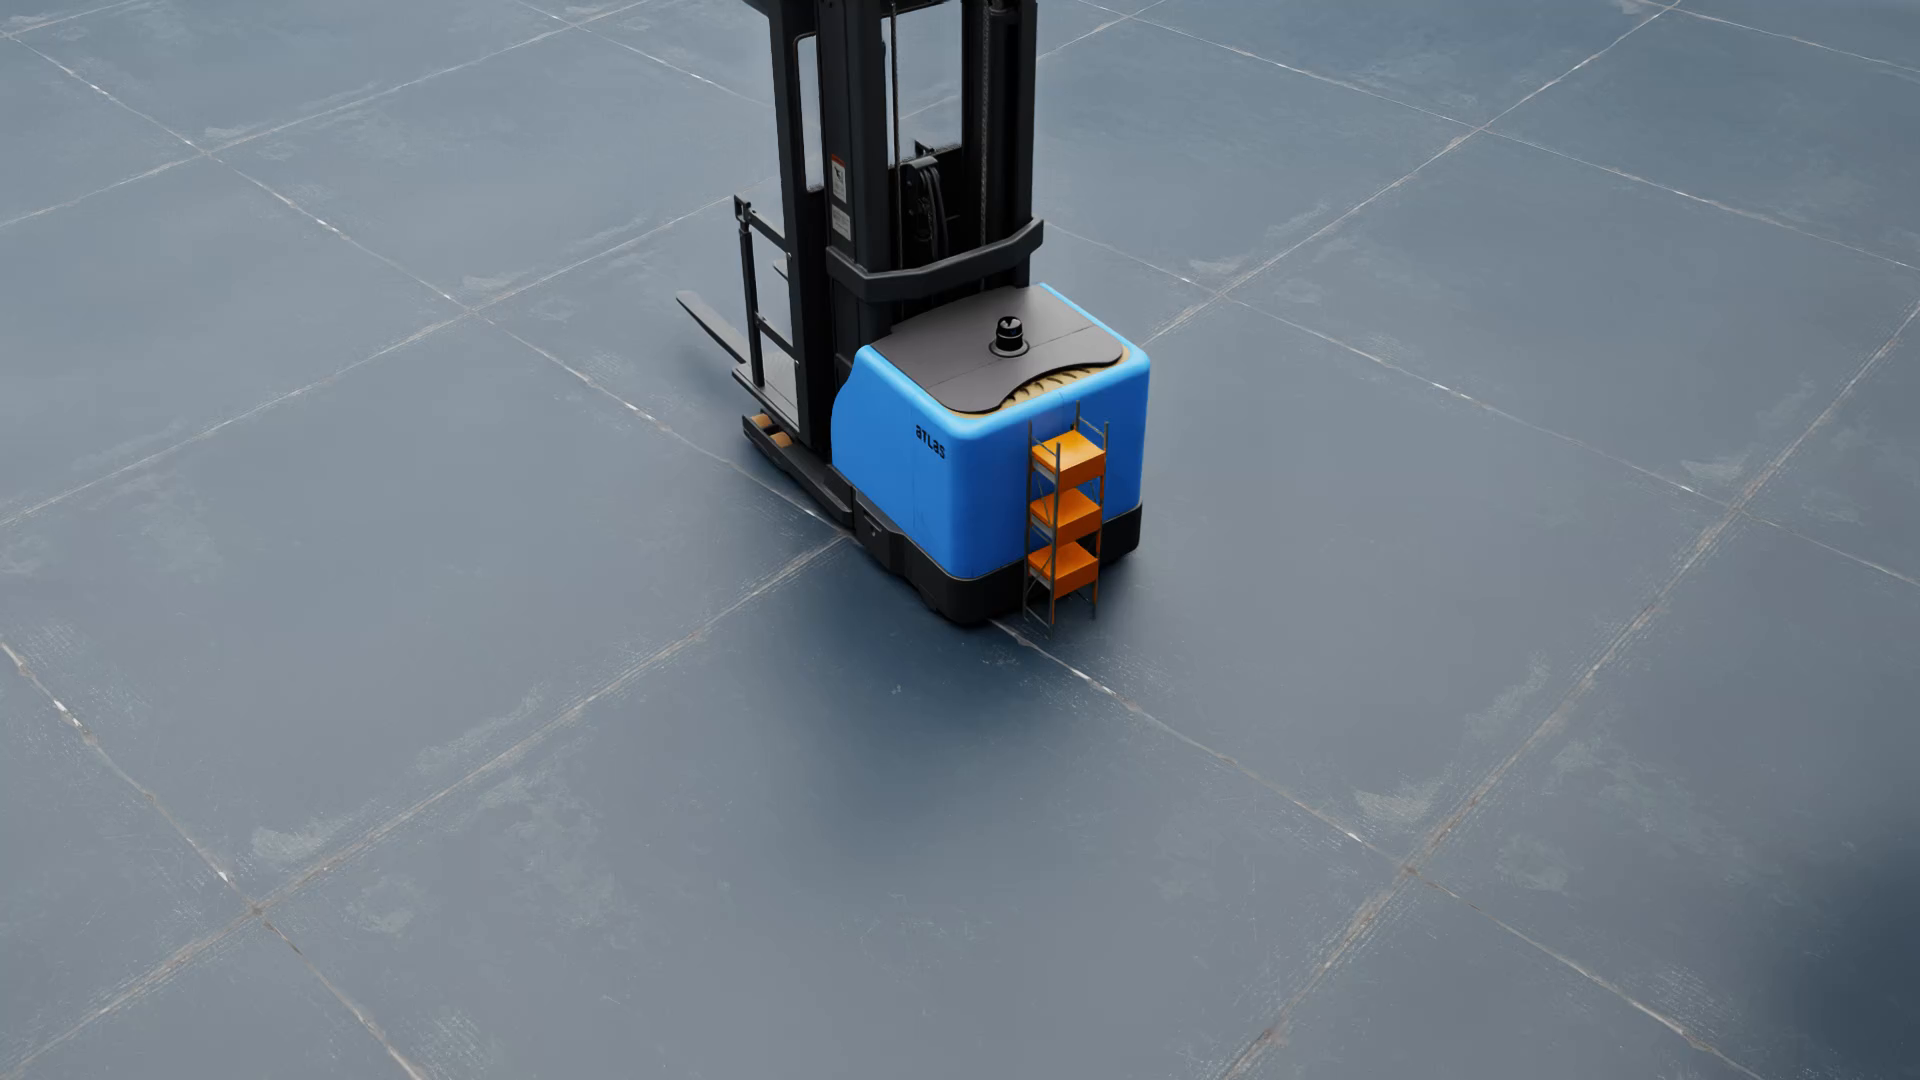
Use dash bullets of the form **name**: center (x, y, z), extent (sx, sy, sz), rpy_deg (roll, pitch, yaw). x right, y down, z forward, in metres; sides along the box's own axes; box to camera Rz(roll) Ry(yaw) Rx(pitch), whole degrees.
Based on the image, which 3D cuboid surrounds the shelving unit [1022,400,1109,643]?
- **shelving unit**: center (0.435, -0.063, 6.986), extent (0.252, 1.050, 0.215), rpy_deg (-24, 44, -27)

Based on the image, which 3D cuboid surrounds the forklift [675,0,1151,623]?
- **forklift**: center (-0.426, -1.666, 7.490), extent (1.130, 2.935, 3.031), rpy_deg (-23, 44, -26)

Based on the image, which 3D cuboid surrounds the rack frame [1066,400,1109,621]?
- **rack frame**: center (0.535, -0.107, 7.041), extent (0.008, 1.050, 0.200), rpy_deg (-24, 44, -27)

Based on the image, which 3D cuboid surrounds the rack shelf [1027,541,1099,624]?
- **rack shelf**: center (0.435, 0.163, 7.166), extent (0.240, 0.259, 0.215), rpy_deg (-24, 44, -27)

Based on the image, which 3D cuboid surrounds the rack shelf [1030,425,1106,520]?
- **rack shelf**: center (0.435, -0.277, 6.816), extent (0.240, 0.259, 0.215), rpy_deg (-24, 44, -27)

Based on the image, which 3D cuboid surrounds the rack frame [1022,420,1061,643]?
- **rack frame**: center (0.336, -0.019, 6.931), extent (0.008, 1.050, 0.200), rpy_deg (-24, 44, -27)

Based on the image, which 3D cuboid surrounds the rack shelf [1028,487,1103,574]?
- **rack shelf**: center (0.435, -0.055, 6.993), extent (0.240, 0.259, 0.215), rpy_deg (-24, 44, -27)
